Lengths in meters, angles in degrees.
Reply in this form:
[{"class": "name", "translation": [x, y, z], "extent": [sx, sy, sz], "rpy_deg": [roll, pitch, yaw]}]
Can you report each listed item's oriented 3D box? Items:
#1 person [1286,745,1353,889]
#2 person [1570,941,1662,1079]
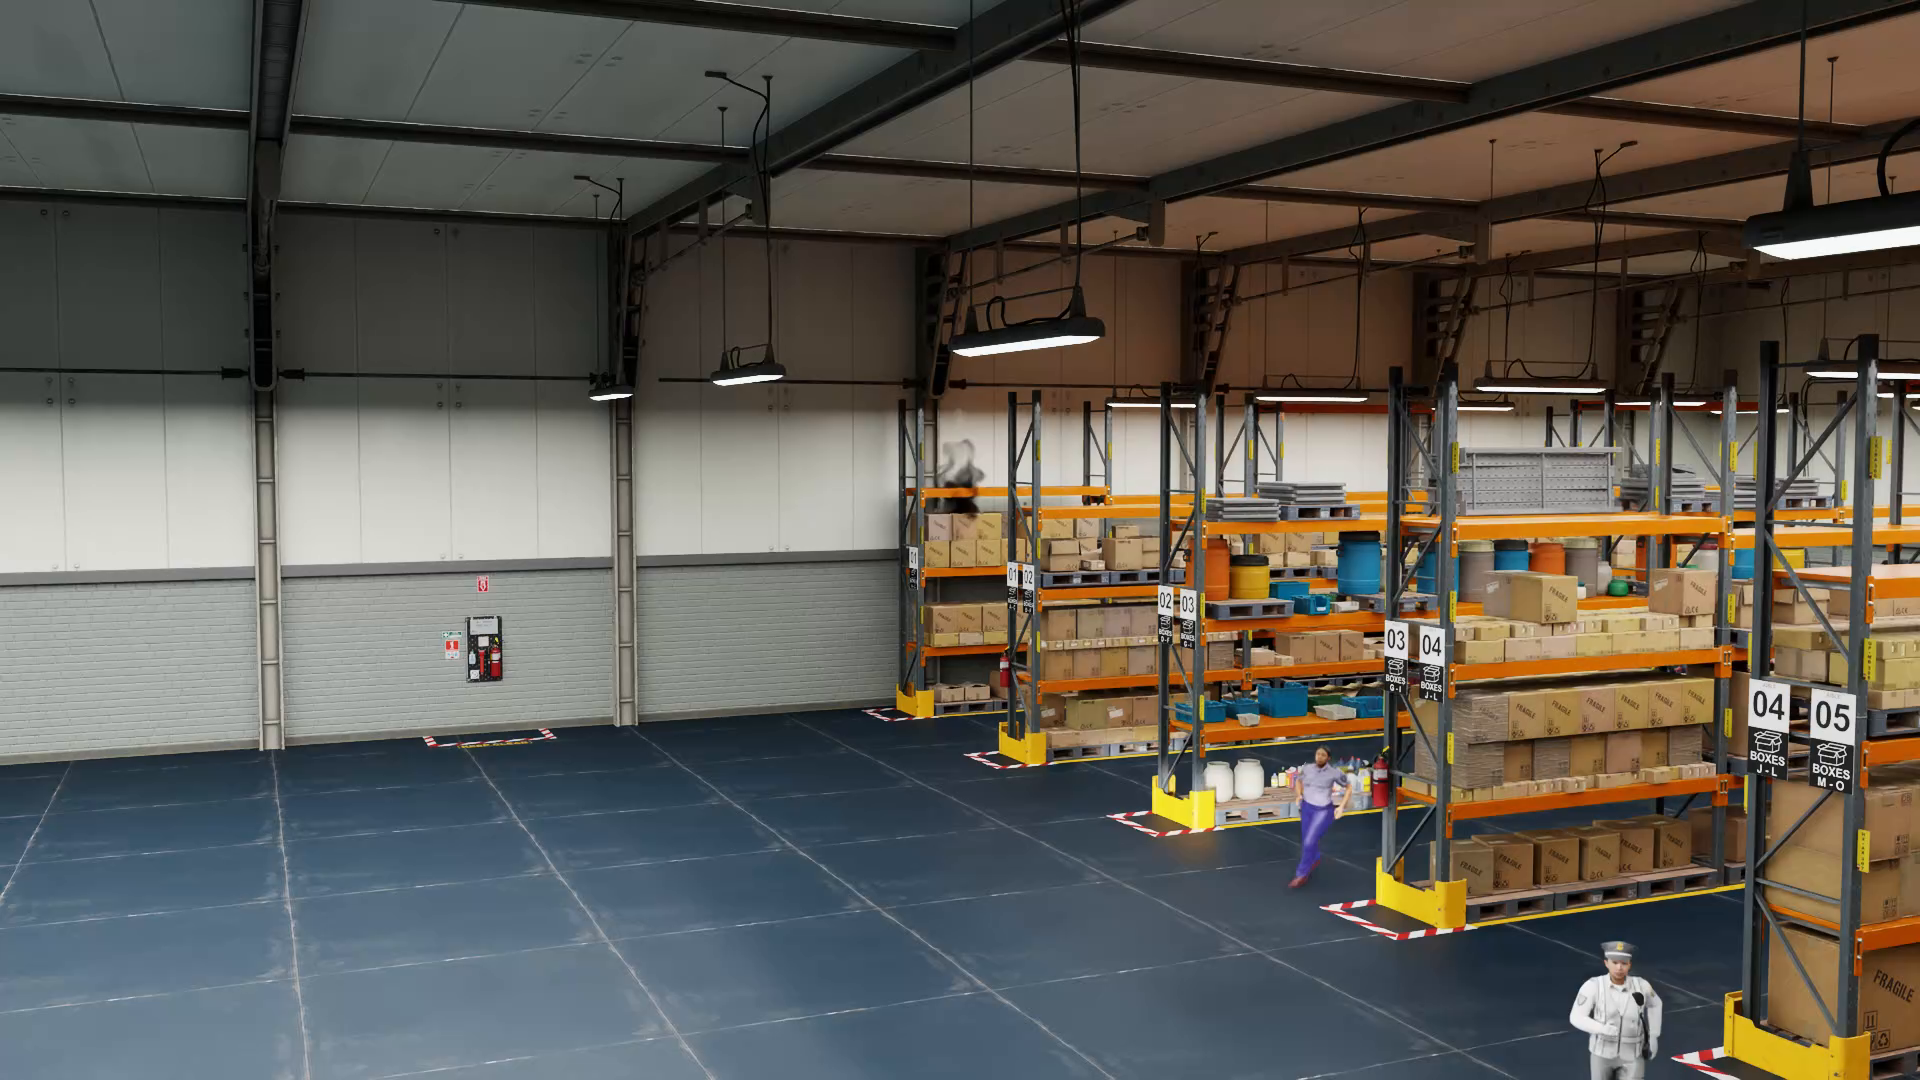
[{"class": "person", "translation": [4.174, 3.218, 19.451], "extent": [0.842, 1.670, 0.694], "rpy_deg": [-3, 5, -43]}, {"class": "person", "translation": [4.574, 3.626, 11.609], "extent": [0.609, 1.747, 0.806], "rpy_deg": [1, 4, 19]}]
